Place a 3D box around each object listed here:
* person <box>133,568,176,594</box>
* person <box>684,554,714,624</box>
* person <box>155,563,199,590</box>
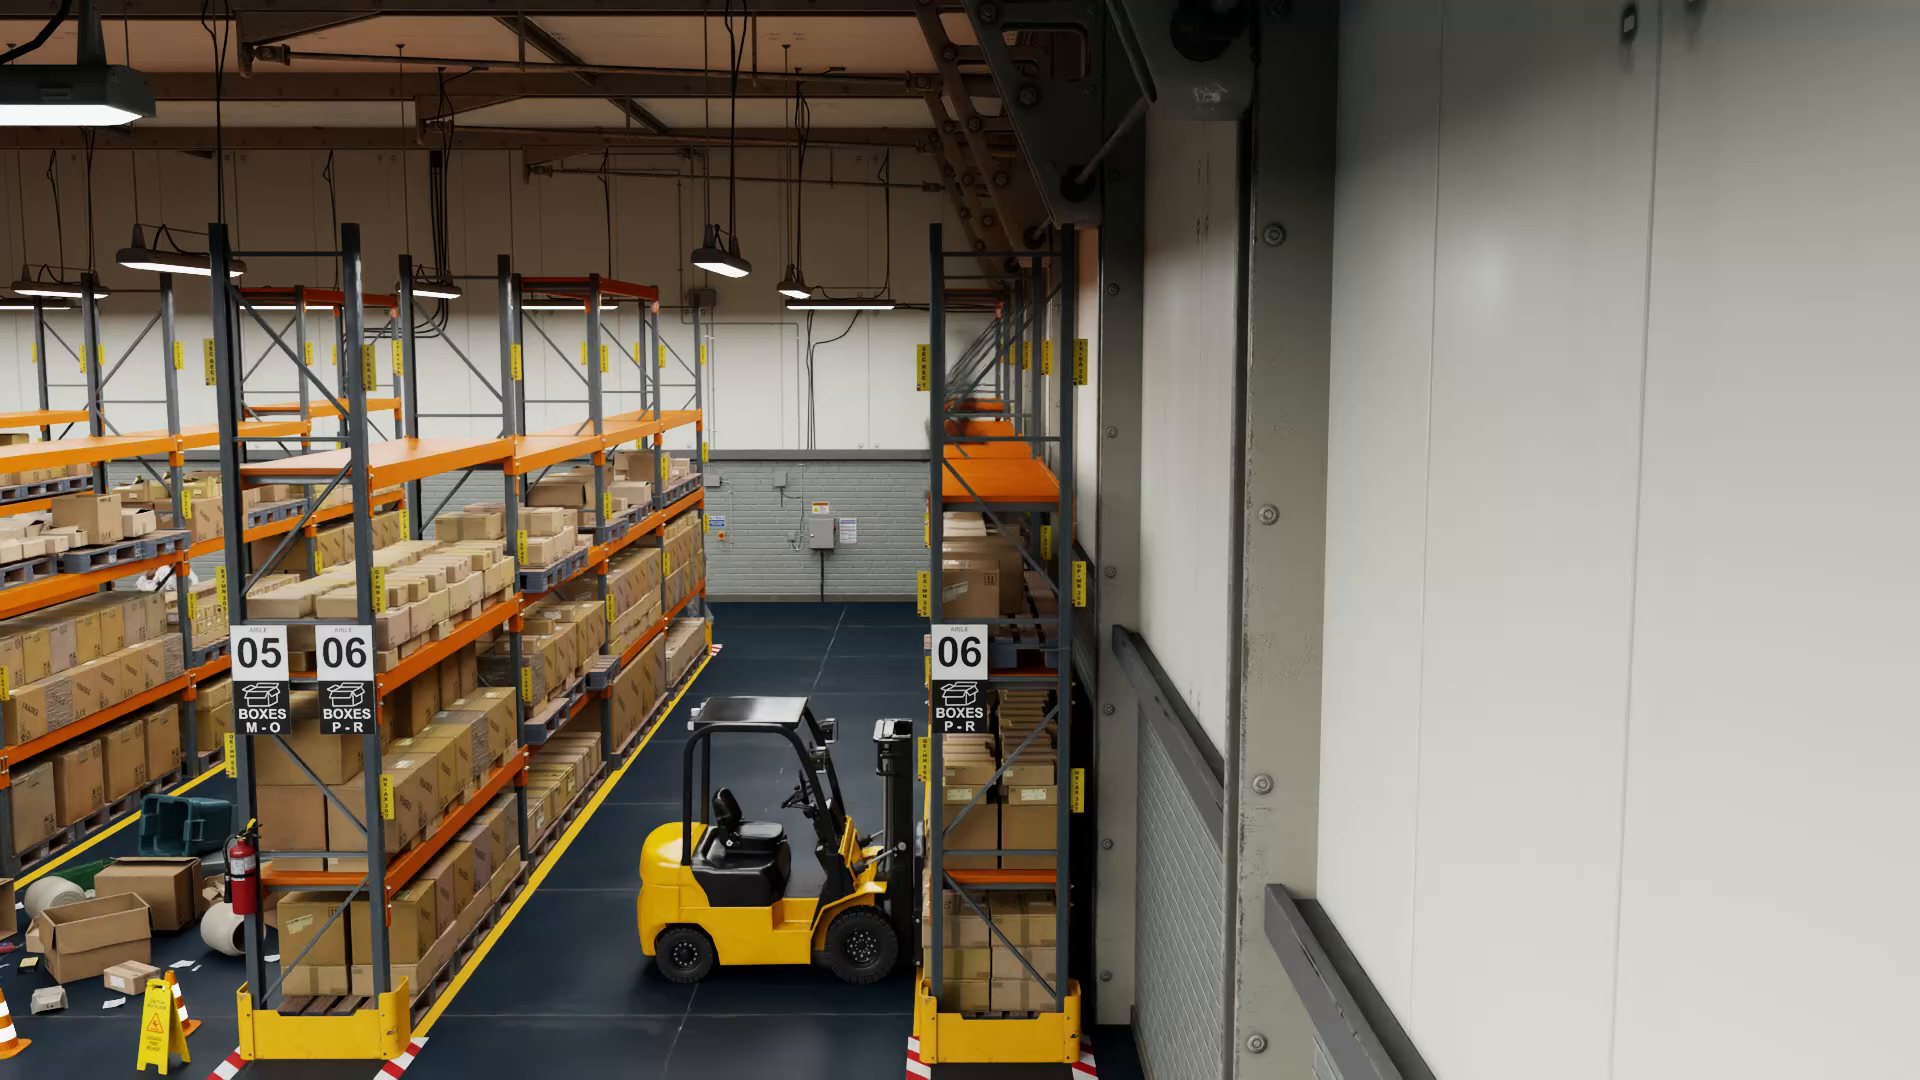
[{"bbox_3d":[-12.982,1.184,26.801,0.690,1.753,0.849,-1,7,-12],"label":"person"},{"bbox_3d":[-4.922,0.733,30.497,0.789,1.720,0.738,-1,7,-10],"label":"person"},{"bbox_3d":[-13.221,1.037,28.170,0.559,1.722,0.769,5,8,38],"label":"person"}]
